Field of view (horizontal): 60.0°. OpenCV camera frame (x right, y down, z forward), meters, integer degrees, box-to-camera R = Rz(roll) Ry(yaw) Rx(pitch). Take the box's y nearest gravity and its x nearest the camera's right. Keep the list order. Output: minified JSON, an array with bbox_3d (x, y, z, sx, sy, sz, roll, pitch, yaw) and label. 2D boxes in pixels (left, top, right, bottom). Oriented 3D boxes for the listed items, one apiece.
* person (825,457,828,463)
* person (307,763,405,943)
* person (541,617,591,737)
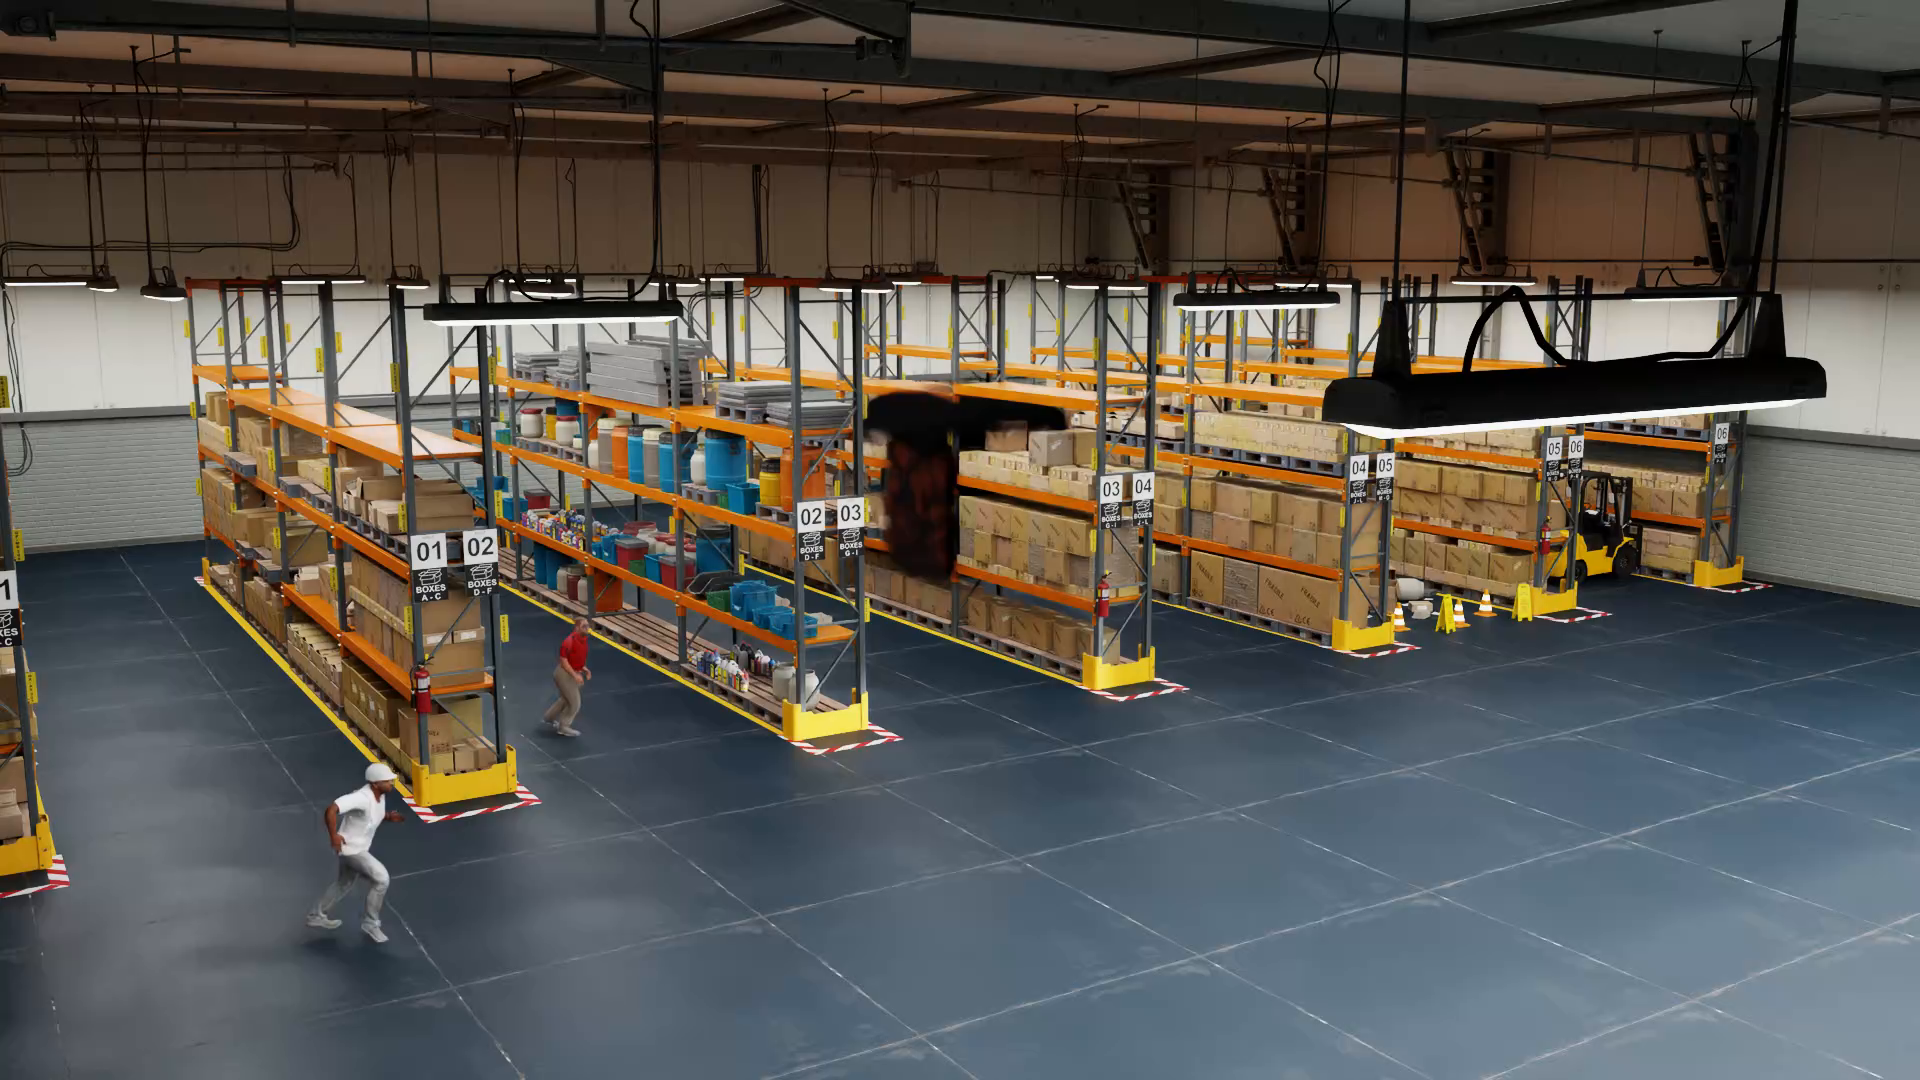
[{"bbox_3d":[-3.301,-1.197,39.870,0.711,1.794,0.920,0,10,-2],"label":"person"},{"bbox_3d":[-5.687,2.944,15.579,0.941,1.748,0.733,0,10,-2],"label":"person"},{"bbox_3d":[-5.296,1.825,22.274,0.776,1.666,0.662,1,10,3],"label":"person"}]
